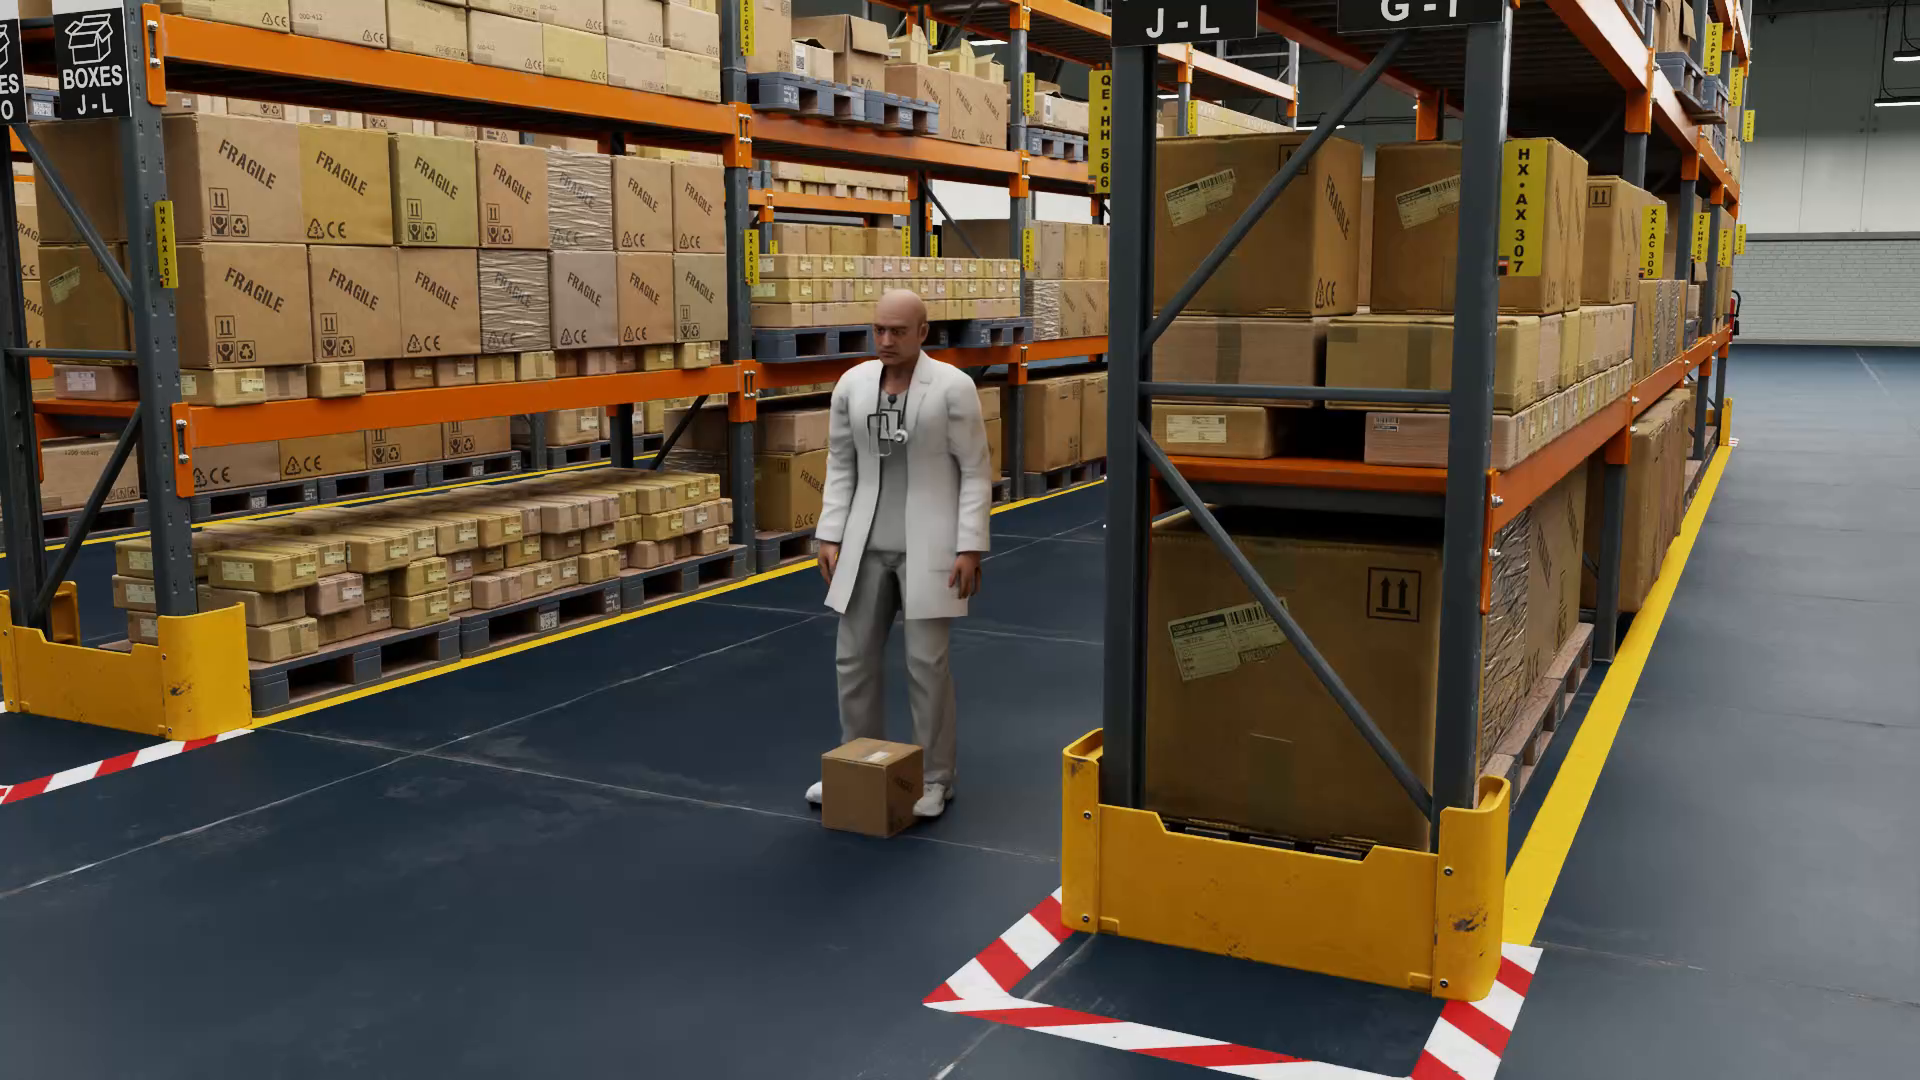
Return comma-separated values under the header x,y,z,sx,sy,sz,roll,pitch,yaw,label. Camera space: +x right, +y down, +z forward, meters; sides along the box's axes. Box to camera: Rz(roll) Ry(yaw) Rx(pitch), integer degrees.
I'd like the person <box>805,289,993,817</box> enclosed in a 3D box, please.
x,y,z,sx,sy,sz,roll,pitch,yaw,label
-0.204,0.037,5.680,0.642,1.772,0.431,4,10,22,person
